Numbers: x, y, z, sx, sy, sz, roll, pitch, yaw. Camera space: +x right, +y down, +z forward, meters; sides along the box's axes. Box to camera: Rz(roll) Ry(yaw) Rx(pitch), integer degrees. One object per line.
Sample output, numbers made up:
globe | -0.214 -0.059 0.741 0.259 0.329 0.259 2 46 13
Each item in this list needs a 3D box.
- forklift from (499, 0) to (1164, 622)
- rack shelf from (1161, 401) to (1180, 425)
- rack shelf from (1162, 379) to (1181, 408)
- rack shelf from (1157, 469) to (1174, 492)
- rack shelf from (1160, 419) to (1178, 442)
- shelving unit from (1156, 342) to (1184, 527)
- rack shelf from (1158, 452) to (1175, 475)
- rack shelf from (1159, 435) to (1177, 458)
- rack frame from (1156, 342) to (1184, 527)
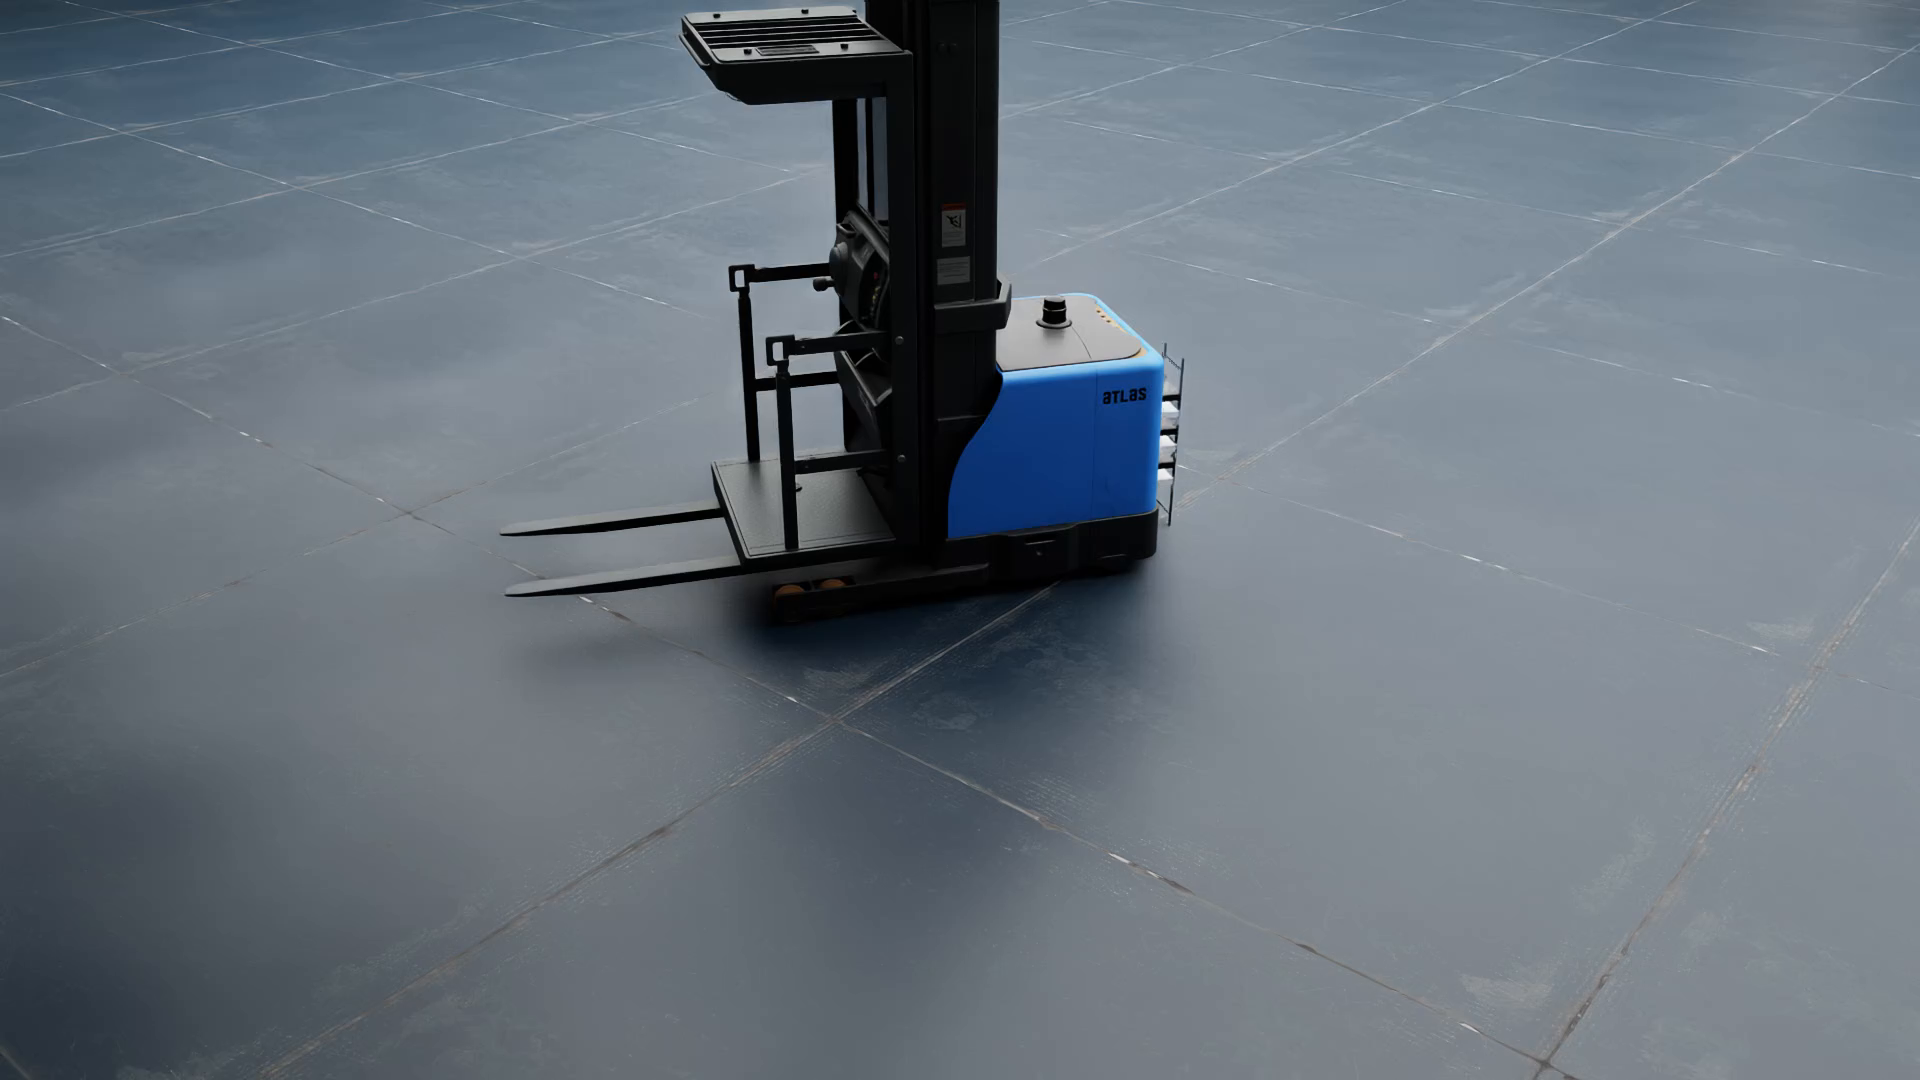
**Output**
forklift | -0.631 -1.200 7.379 3.031 2.935 1.130 -8 28 -14
rack shelf | 0.938 -0.640 8.185 0.200 0.077 0.258 -7 28 -15
rack shelf | 0.939 -0.720 8.144 0.200 0.077 0.258 -7 28 -15
rack shelf | 0.931 -0.320 8.348 0.200 0.077 0.258 -7 28 -15
rack shelf | 0.936 -0.560 8.226 0.200 0.077 0.258 -7 28 -15
shelving unit | 0.935 -0.510 8.251 0.210 0.900 0.258 -7 28 -15
rack shelf | 0.933 -0.400 8.307 0.200 0.077 0.258 -7 28 -15
rack shelf | 0.935 -0.480 8.267 0.200 0.077 0.258 -7 28 -15
rack frame | 1.033 -0.521 8.277 0.006 0.900 0.240 -7 28 -15
